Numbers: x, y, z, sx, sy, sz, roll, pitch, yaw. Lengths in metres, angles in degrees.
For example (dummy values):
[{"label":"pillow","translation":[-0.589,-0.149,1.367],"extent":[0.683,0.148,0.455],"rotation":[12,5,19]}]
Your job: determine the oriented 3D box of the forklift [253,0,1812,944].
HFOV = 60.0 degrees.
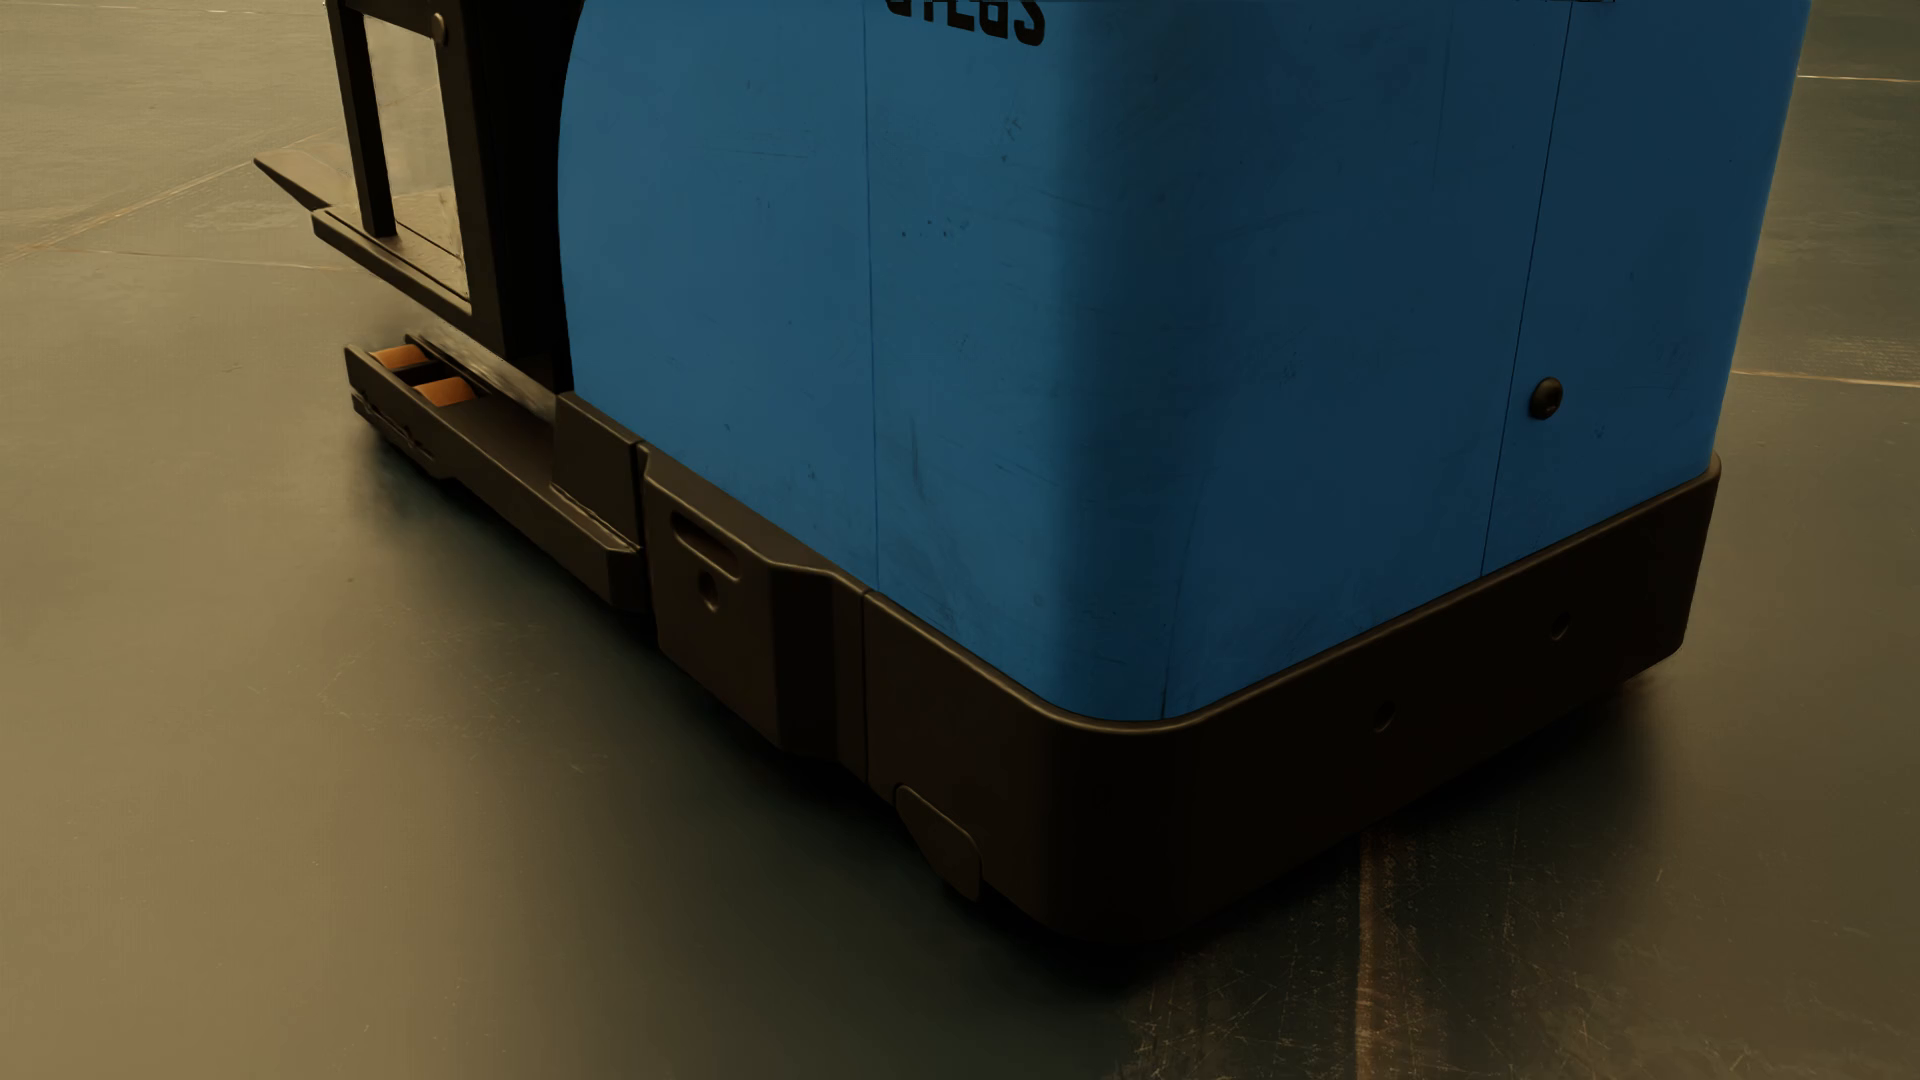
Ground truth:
[{"label":"forklift","translation":[-0.381,-1.524,2.267],"extent":[1.130,2.935,3.031],"rotation":[-19,33,-33]}]
